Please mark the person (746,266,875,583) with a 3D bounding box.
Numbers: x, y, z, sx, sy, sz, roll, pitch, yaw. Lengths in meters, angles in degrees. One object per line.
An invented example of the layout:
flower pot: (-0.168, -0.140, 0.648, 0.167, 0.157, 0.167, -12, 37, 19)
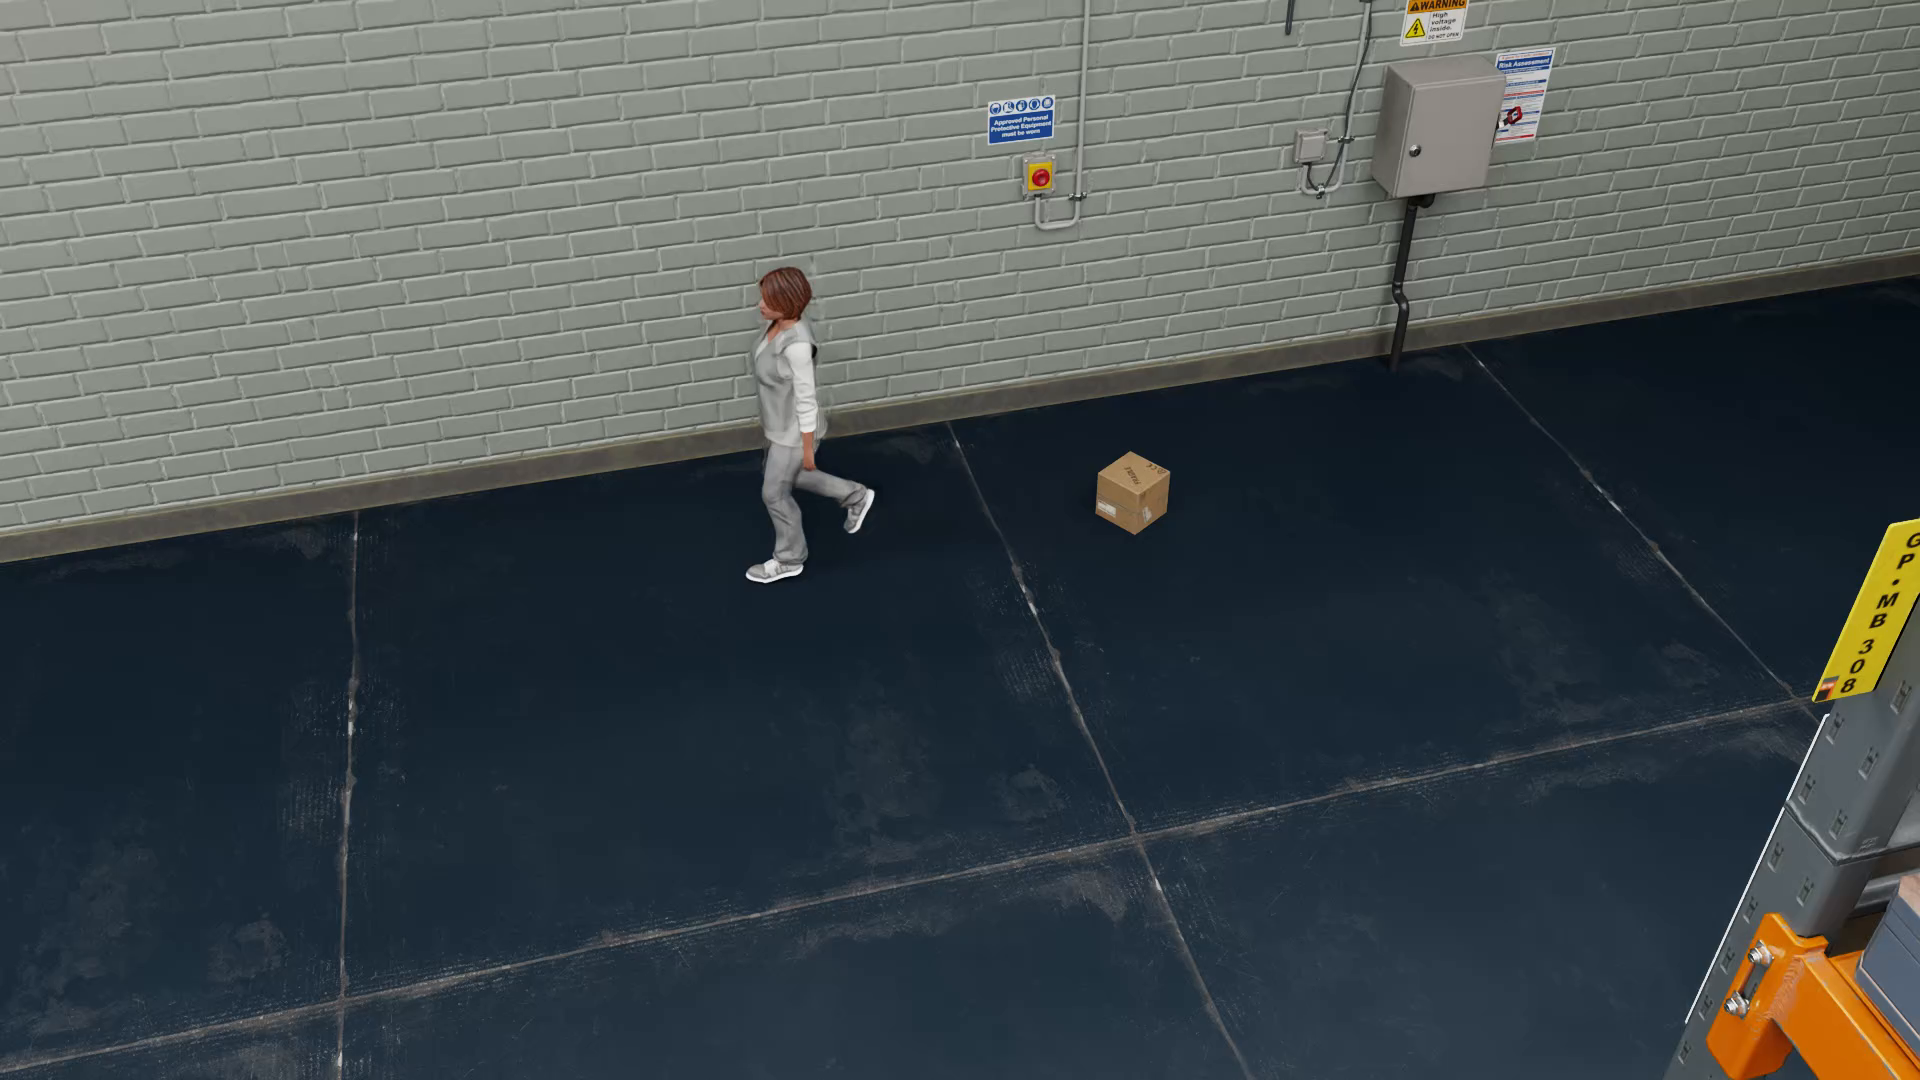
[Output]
person: (-0.692, -0.503, 7.328, 0.640, 1.567, 0.424, -8, 39, -10)
